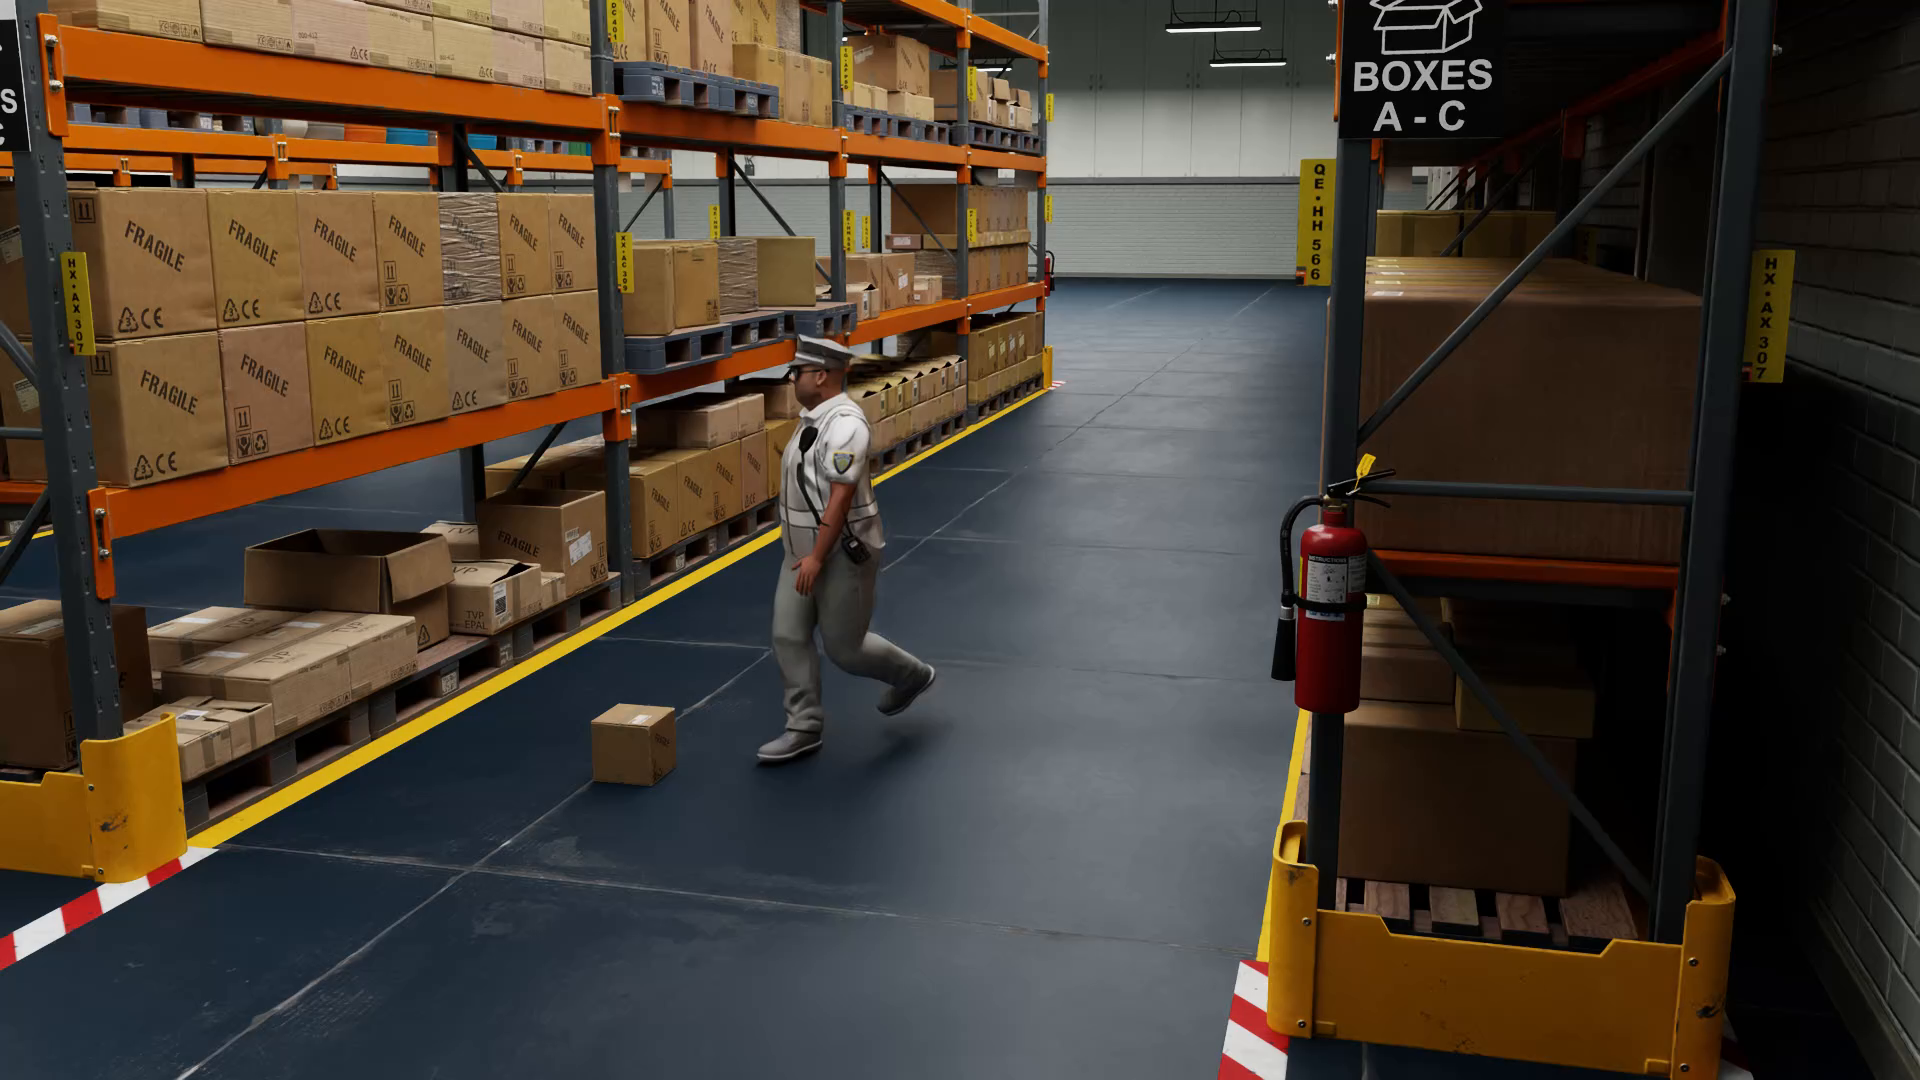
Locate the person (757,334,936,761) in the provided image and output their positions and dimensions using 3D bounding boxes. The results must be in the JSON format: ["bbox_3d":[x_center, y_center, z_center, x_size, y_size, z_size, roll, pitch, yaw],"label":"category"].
[{"bbox_3d":[-0.488,0.018,6.820,0.812,1.725,0.529,-8,14,-36],"label":"person"}]
